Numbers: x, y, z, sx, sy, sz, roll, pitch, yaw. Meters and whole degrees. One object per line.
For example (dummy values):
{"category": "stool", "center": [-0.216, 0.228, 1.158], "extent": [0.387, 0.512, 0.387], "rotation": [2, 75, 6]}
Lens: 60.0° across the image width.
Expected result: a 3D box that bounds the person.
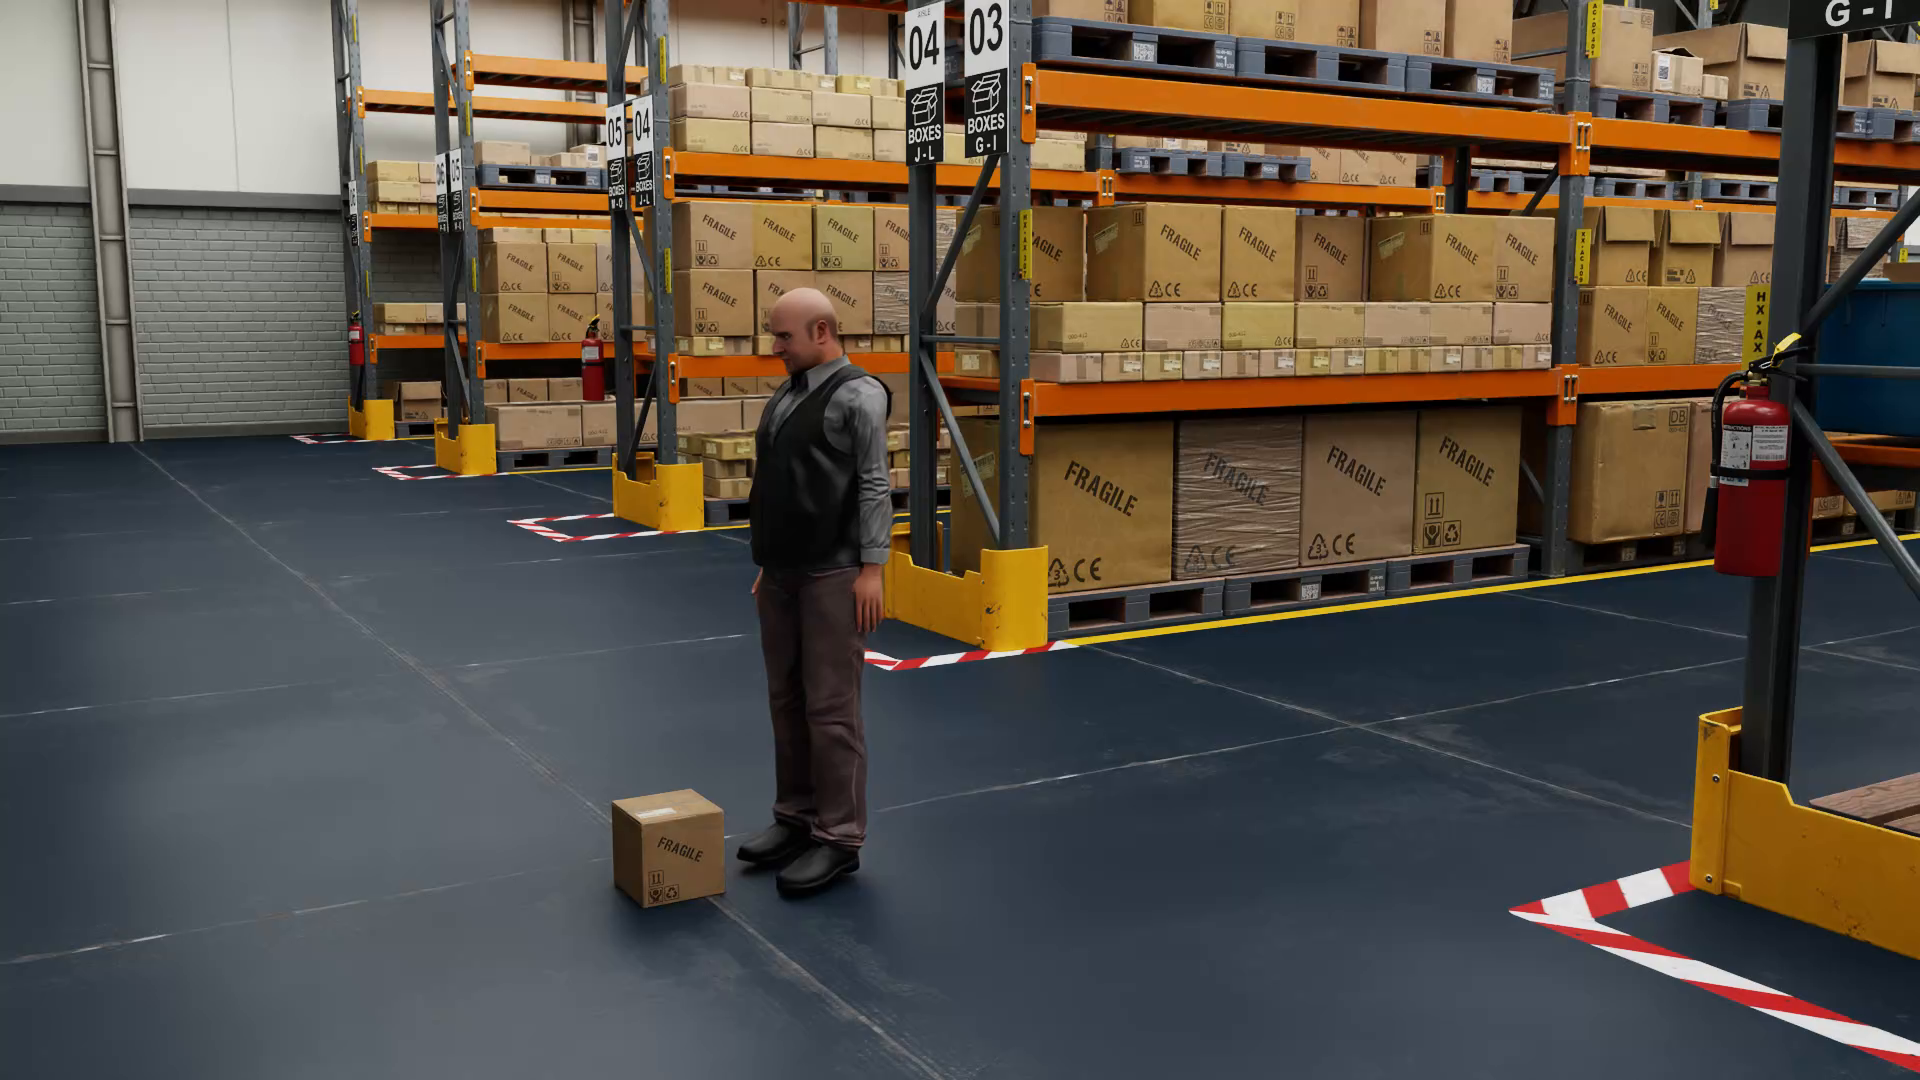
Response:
{"category": "person", "center": [-0.476, 0.119, 4.962], "extent": [0.452, 1.727, 0.544], "rotation": [-6, 10, -38]}
